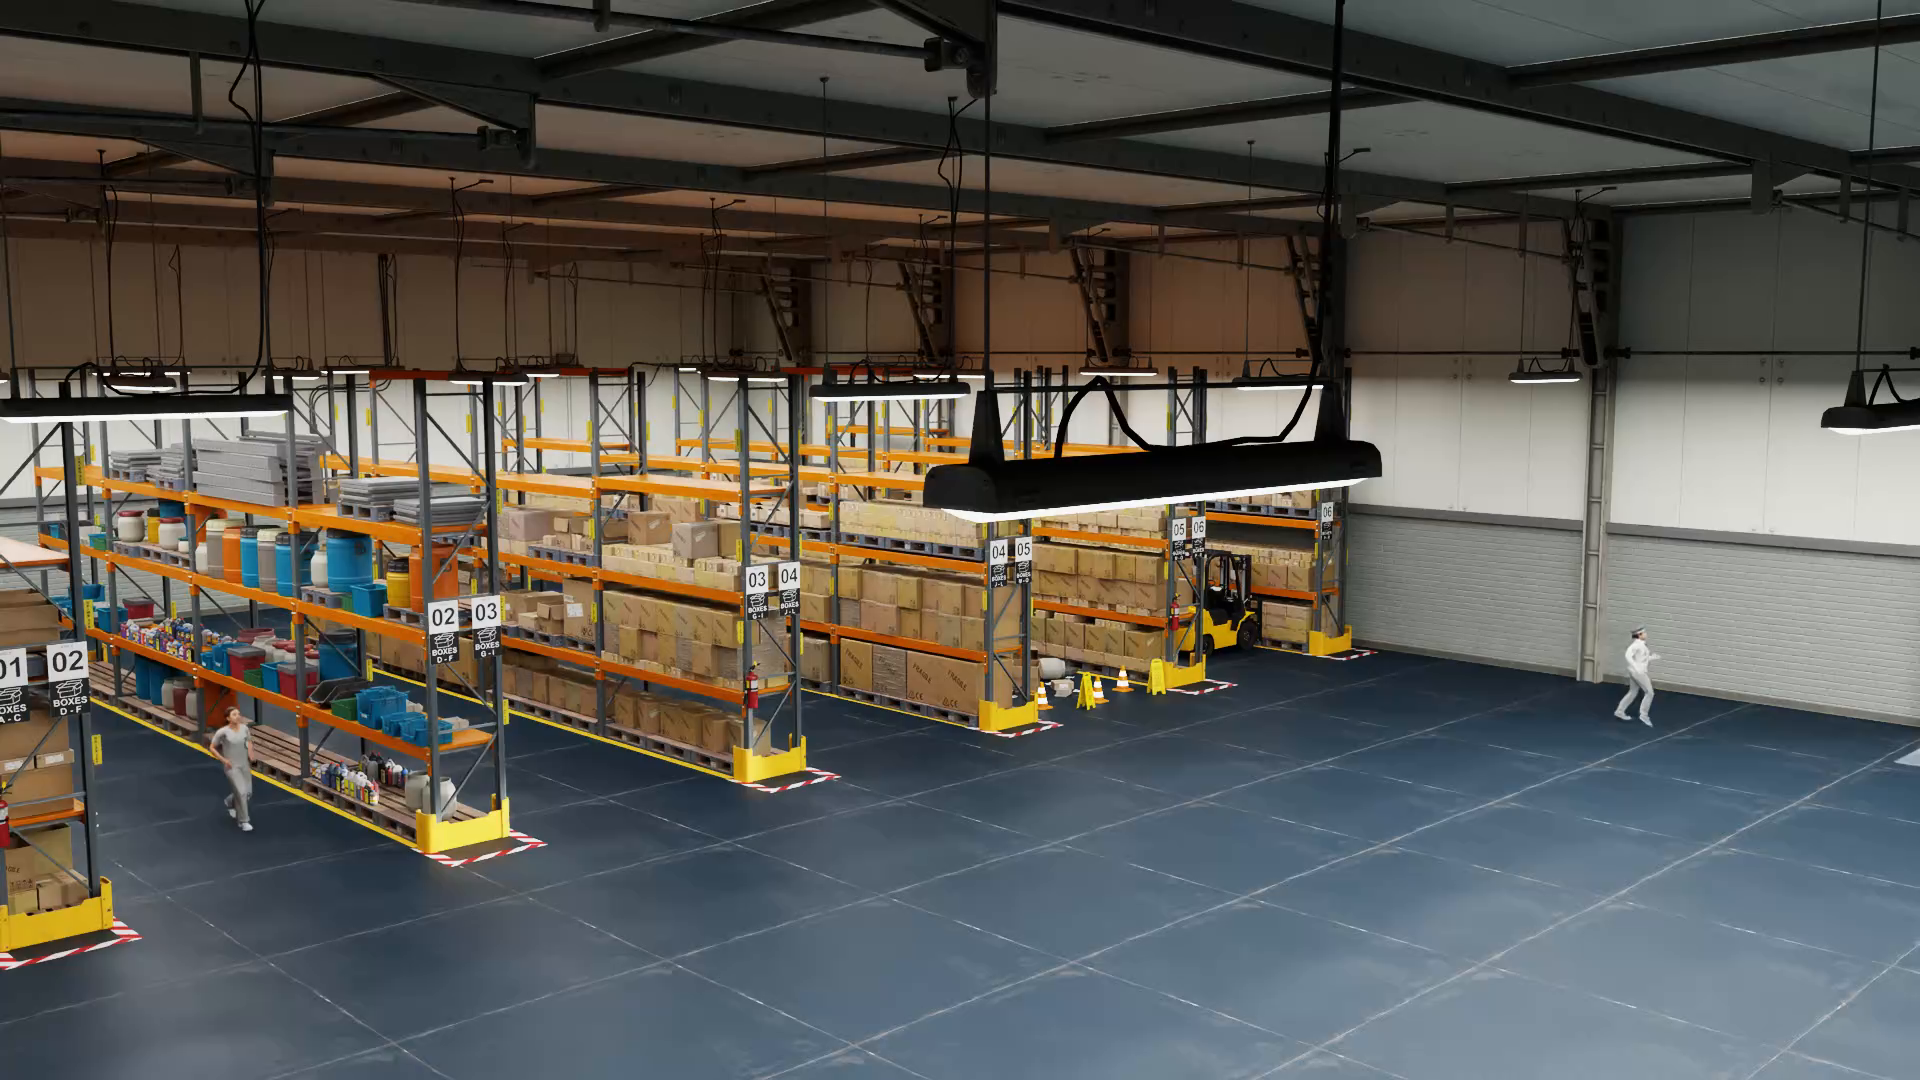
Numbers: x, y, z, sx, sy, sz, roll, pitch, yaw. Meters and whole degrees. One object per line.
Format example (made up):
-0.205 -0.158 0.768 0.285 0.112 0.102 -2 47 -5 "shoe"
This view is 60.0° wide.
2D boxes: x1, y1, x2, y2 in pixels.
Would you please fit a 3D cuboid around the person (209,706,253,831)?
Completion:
-9.687 3.022 22.152 0.688 1.651 0.574 5 8 35 "person"

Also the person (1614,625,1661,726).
11.549 2.305 28.328 0.702 1.754 0.595 2 7 16 "person"
